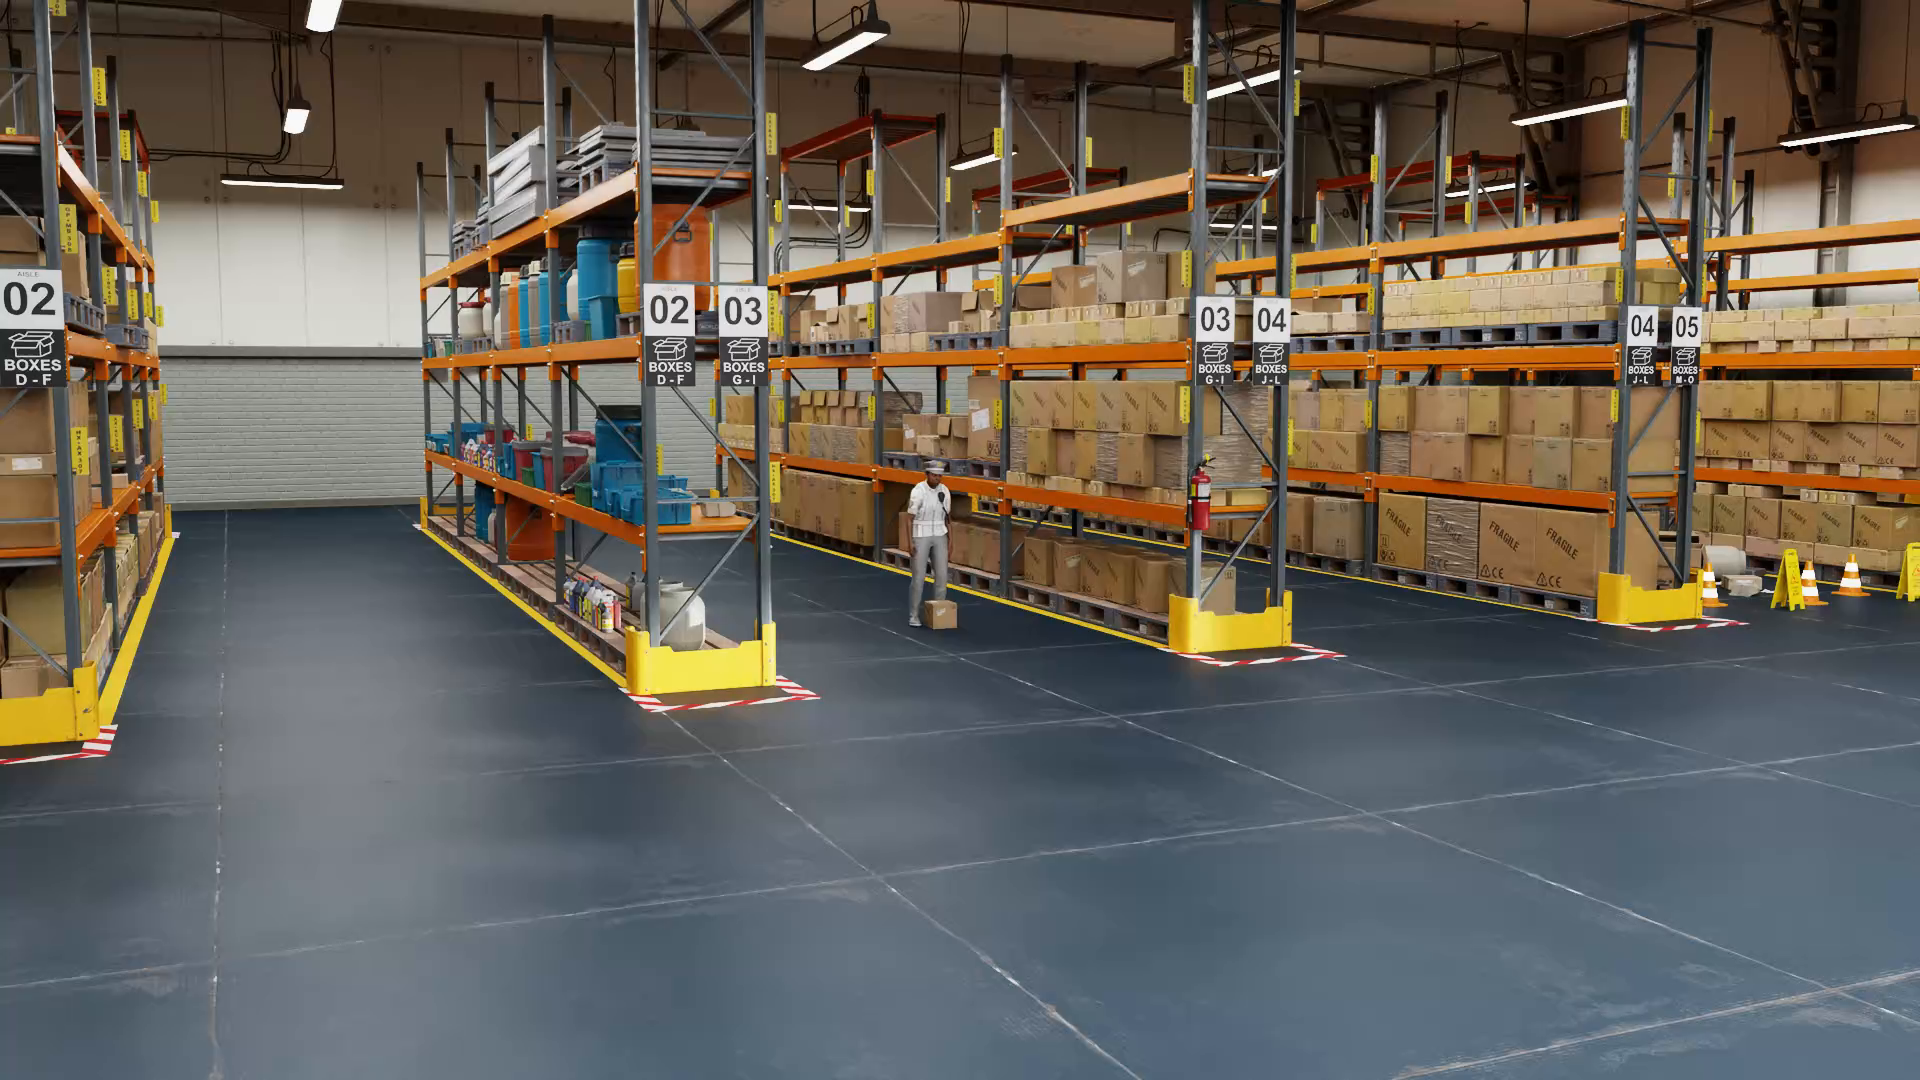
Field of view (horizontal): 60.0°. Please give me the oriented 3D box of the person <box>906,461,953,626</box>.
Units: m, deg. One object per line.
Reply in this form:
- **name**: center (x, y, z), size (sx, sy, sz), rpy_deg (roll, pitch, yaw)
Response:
- **person**: center (-0.301, 0.026, 16.751), size (0.503, 1.657, 0.420), rpy_deg (-2, 6, -24)
